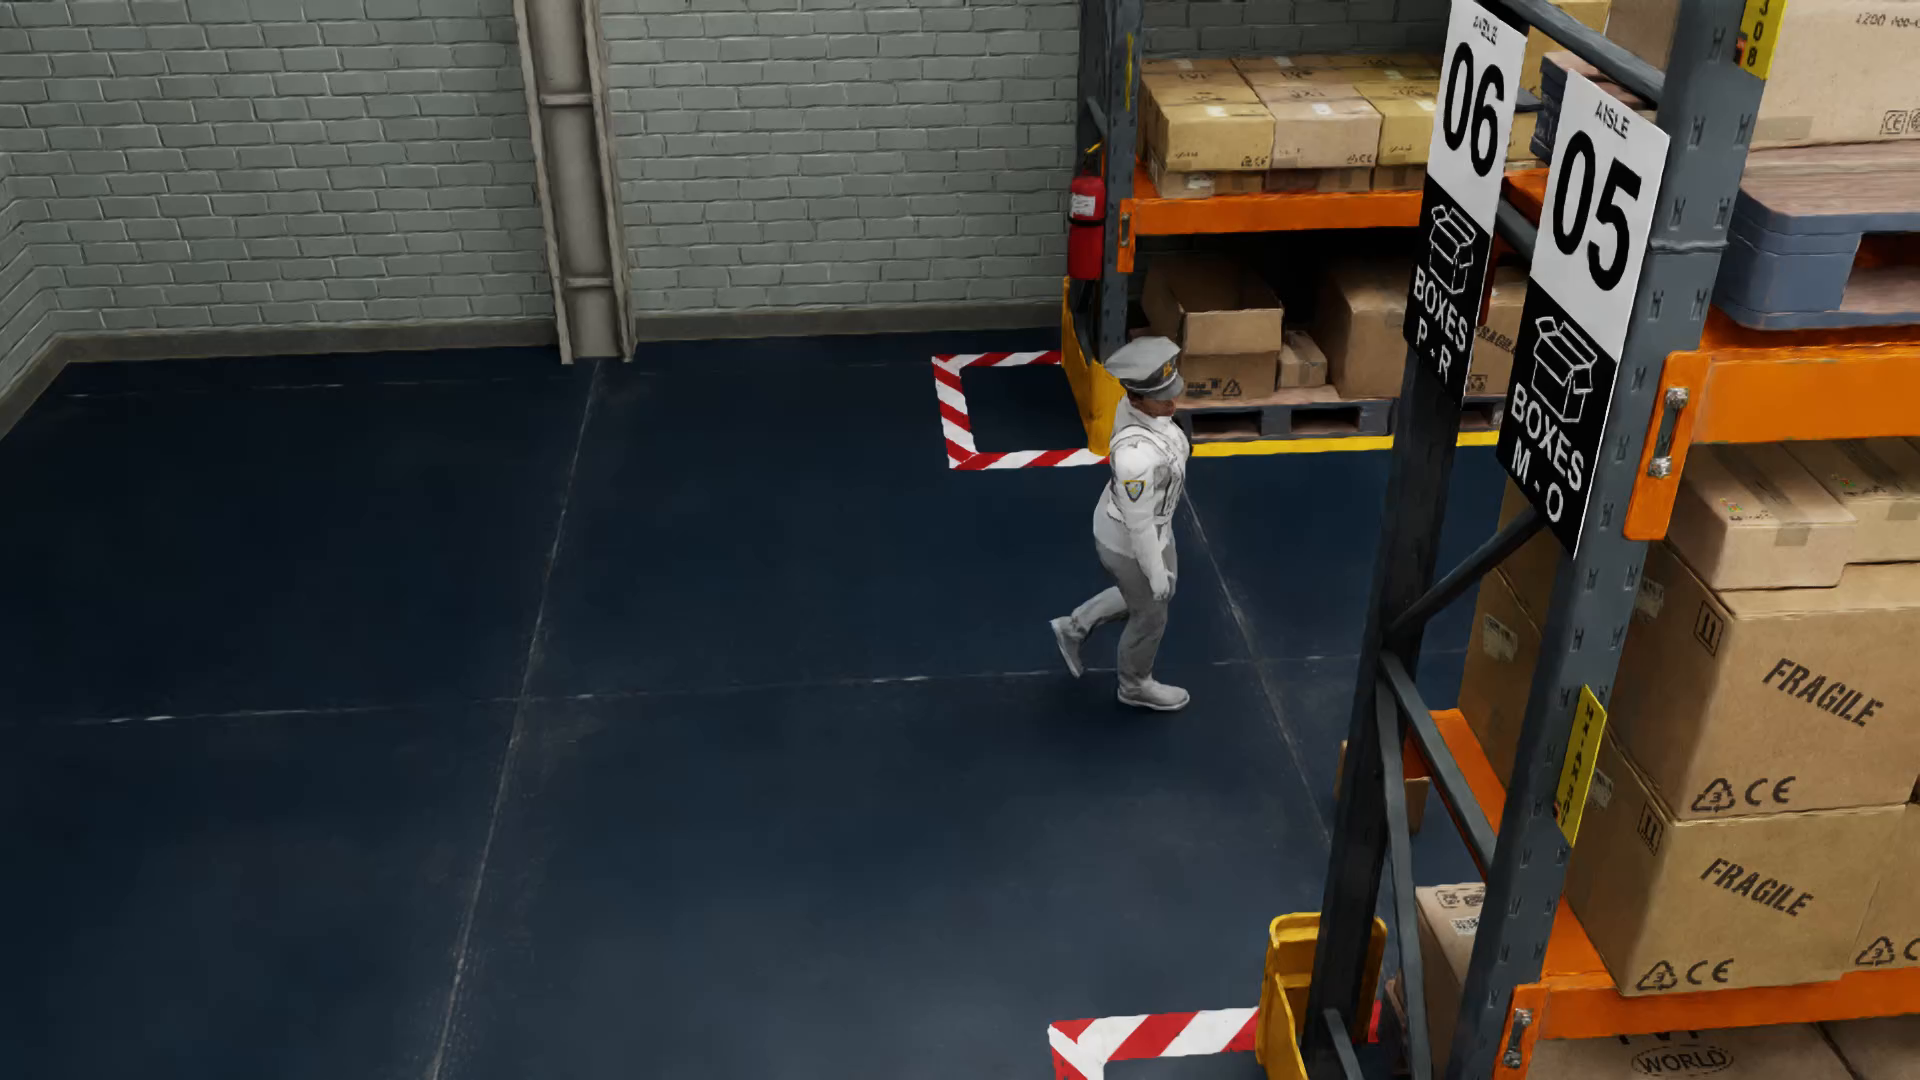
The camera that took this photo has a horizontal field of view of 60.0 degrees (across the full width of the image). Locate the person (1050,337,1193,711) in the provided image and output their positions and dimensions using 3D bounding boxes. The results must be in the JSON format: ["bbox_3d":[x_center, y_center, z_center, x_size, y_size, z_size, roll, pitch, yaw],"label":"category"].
[{"bbox_3d":[0.620,-0.011,6.133,0.555,1.651,0.546,5,32,8],"label":"person"}]
